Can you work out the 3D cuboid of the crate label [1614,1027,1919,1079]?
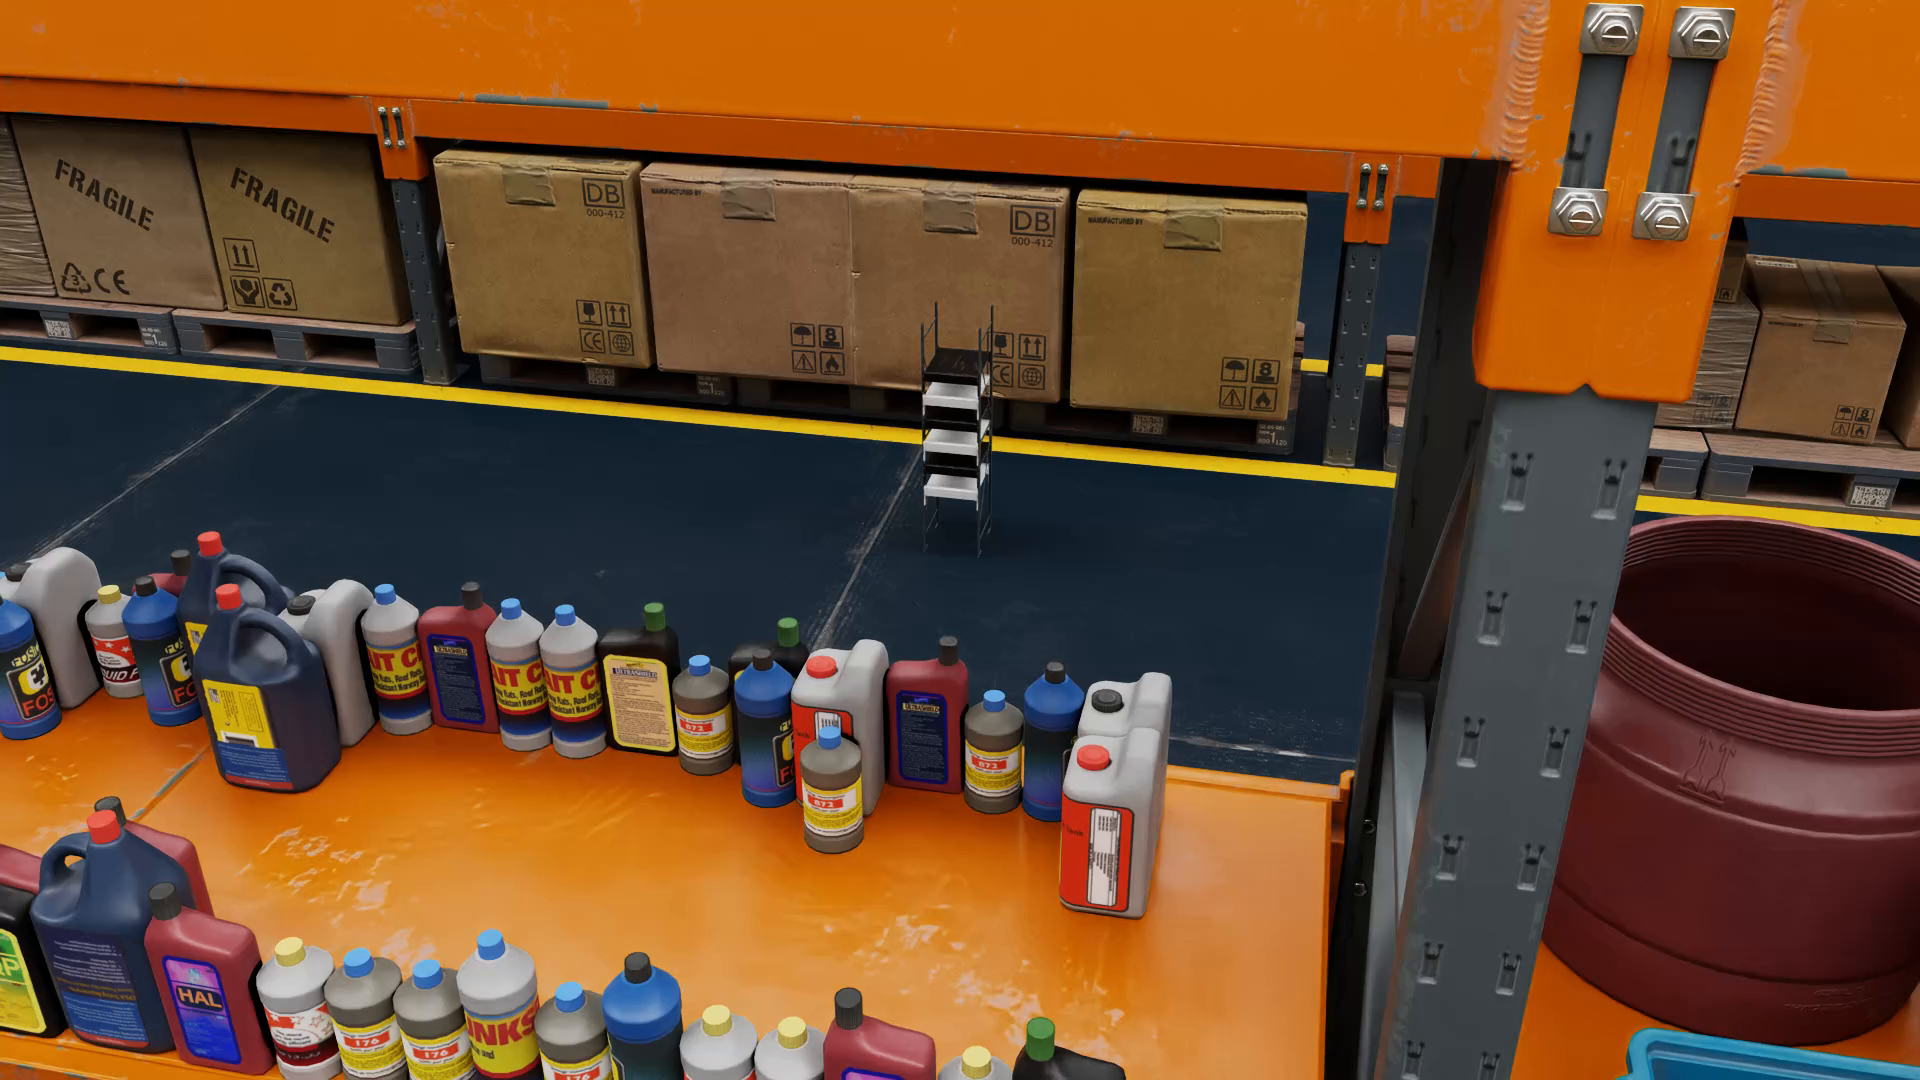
[{"bbox_3d":[0.947,0.772,1.890,0.416,0.233,0.303,6,29,11],"label":"crate label"}]

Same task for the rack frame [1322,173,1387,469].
[{"bbox_3d":[1.648,-1.846,6.498,0.127,3.000,1.000,6,29,11],"label":"rack frame"}]

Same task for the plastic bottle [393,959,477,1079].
[{"bbox_3d":[-0.682,0.635,2.173,0.097,0.201,0.097,0,29,0],"label":"plastic bottle"}]

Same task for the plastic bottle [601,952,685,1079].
[{"bbox_3d":[-0.396,0.634,2.103,0.097,0.271,0.097,0,29,0],"label":"plastic bottle"}]

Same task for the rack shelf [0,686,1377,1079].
[{"bbox_3d":[-1.342,0.595,2.788,4.000,0.370,1.077,6,29,11],"label":"rack shelf"}]

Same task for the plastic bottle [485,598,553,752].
[{"bbox_3d":[-0.754,0.225,2.850,0.097,0.271,0.097,0,29,0],"label":"plastic bottle"}]

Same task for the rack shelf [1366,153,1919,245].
[{"bbox_3d":[3.604,-1.329,6.304,4.000,0.370,1.077,6,29,11],"label":"rack shelf"}]

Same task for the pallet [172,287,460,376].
[{"bbox_3d":[-2.991,-1.137,8.106,1.213,0.211,1.003,6,29,11],"label":"pallet"}]

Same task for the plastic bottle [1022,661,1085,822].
[{"bbox_3d":[0.150,0.317,2.681,0.097,0.271,0.097,0,29,0],"label":"plastic bottle"}]

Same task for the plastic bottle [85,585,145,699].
[{"bbox_3d":[-1.517,0.177,3.010,0.097,0.201,0.097,0,29,0],"label":"plastic bottle"}]

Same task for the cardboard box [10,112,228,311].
[{"bbox_3d":[-3.773,-1.693,7.994,0.875,0.875,0.875,6,29,11],"label":"cardboard box"}]

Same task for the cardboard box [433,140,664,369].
[{"bbox_3d":[-1.634,-1.444,7.539,0.875,0.875,1.225,6,29,11],"label":"cardboard box"}]

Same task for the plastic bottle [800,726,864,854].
[{"bbox_3d":[-0.202,0.386,2.627,0.097,0.201,0.097,0,29,0],"label":"plastic bottle"}]

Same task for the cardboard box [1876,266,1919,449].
[{"bbox_3d":[3.954,-0.725,6.596,0.500,0.500,0.700,3,29,6],"label":"cardboard box"}]

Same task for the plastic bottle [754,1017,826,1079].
[{"bbox_3d":[-0.206,0.684,2.084,0.097,0.201,0.097,0,29,0],"label":"plastic bottle"}]

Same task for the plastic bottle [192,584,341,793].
[{"bbox_3d":[-1.154,0.235,2.749,0.185,0.351,0.144,6,29,11],"label":"plastic bottle"}]

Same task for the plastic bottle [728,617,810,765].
[{"bbox_3d":[-0.316,0.255,2.782,0.133,0.283,0.061,6,29,11],"label":"plastic bottle"}]

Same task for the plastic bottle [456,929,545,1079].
[{"bbox_3d":[-0.587,0.614,2.138,0.097,0.271,0.097,0,29,0],"label":"plastic bottle"}]

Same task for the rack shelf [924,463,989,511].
[{"bbox_3d":[-0.008,-0.208,6.138,0.200,0.077,0.258,6,29,11],"label":"rack shelf"}]

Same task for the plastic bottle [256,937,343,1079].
[{"bbox_3d":[-0.872,0.616,2.209,0.097,0.201,0.097,0,29,0],"label":"plastic bottle"}]

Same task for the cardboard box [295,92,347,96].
[{"bbox_3d":[-2.630,-2.013,7.065,0.250,0.149,0.380,6,29,11],"label":"cardboard box"}]

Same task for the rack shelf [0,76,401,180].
[{"bbox_3d":[-4.220,-2.132,7.769,4.000,0.370,1.077,6,29,11],"label":"rack shelf"}]

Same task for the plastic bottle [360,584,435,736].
[{"bbox_3d":[-0.979,0.201,2.893,0.097,0.271,0.097,0,29,0],"label":"plastic bottle"}]

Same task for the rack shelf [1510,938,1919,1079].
[{"bbox_3d":[2.570,0.997,2.055,4.000,0.370,1.077,6,29,11],"label":"rack shelf"}]

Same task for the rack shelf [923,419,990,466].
[{"bbox_3d":[-0.008,-0.366,6.051,0.200,0.077,0.258,6,29,11],"label":"rack shelf"}]

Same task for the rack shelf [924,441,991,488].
[{"bbox_3d":[-0.008,-0.287,6.095,0.200,0.077,0.258,6,29,11],"label":"rack shelf"}]

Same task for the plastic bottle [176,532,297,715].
[{"bbox_3d":[-1.254,0.150,2.904,0.185,0.351,0.144,6,29,11],"label":"plastic bottle"}]

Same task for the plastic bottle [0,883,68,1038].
[{"bbox_3d":[-1.300,0.545,2.253,0.133,0.283,0.061,6,29,11],"label":"plastic bottle"}]

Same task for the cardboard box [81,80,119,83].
[{"bbox_3d":[-3.637,-2.116,7.253,0.250,0.149,0.380,6,29,12],"label":"cardboard box"}]

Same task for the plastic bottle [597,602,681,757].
[{"bbox_3d":[-0.542,0.232,2.824,0.133,0.283,0.061,6,29,11],"label":"plastic bottle"}]

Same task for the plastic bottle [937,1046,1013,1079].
[{"bbox_3d":[0.020,0.707,2.041,0.097,0.201,0.097,0,29,0],"label":"plastic bottle"}]

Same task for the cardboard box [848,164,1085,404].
[{"bbox_3d":[0.107,-1.270,7.221,0.875,0.875,1.225,6,29,11],"label":"cardboard box"}]

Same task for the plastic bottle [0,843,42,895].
[{"bbox_3d":[-1.287,0.516,2.305,0.133,0.283,0.061,6,29,11],"label":"plastic bottle"}]

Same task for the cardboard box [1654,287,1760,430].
[{"bbox_3d":[2.852,-0.835,6.796,0.500,0.500,0.700,3,29,6],"label":"cardboard box"}]

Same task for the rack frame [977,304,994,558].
[{"bbox_3d":[0.091,-0.385,6.017,0.006,0.900,0.240,6,29,11],"label":"rack frame"}]

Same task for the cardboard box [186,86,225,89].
[{"bbox_3d":[-3.133,-2.065,7.159,0.250,0.149,0.380,5,29,10],"label":"cardboard box"}]

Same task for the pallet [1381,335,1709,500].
[{"bbox_3d":[2.412,-0.543,7.023,1.213,0.211,1.003,6,29,11],"label":"pallet"}]

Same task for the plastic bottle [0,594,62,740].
[{"bbox_3d":[-1.644,0.208,2.881,0.097,0.271,0.097,0,29,0],"label":"plastic bottle"}]

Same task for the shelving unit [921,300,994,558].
[{"bbox_3d":[-0.008,-0.396,6.035,0.210,0.900,0.258,6,29,11],"label":"shelving unit"}]

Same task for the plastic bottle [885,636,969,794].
[{"bbox_3d":[-0.054,0.282,2.733,0.133,0.283,0.061,6,29,11],"label":"plastic bottle"}]

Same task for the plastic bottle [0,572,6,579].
[{"bbox_3d":[-1.744,0.154,3.053,0.097,0.201,0.097,0,29,0],"label":"plastic bottle"}]

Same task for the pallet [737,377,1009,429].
[{"bbox_3d":[-0.297,-0.860,7.602,1.213,0.211,1.003,6,29,11],"label":"pallet"}]
